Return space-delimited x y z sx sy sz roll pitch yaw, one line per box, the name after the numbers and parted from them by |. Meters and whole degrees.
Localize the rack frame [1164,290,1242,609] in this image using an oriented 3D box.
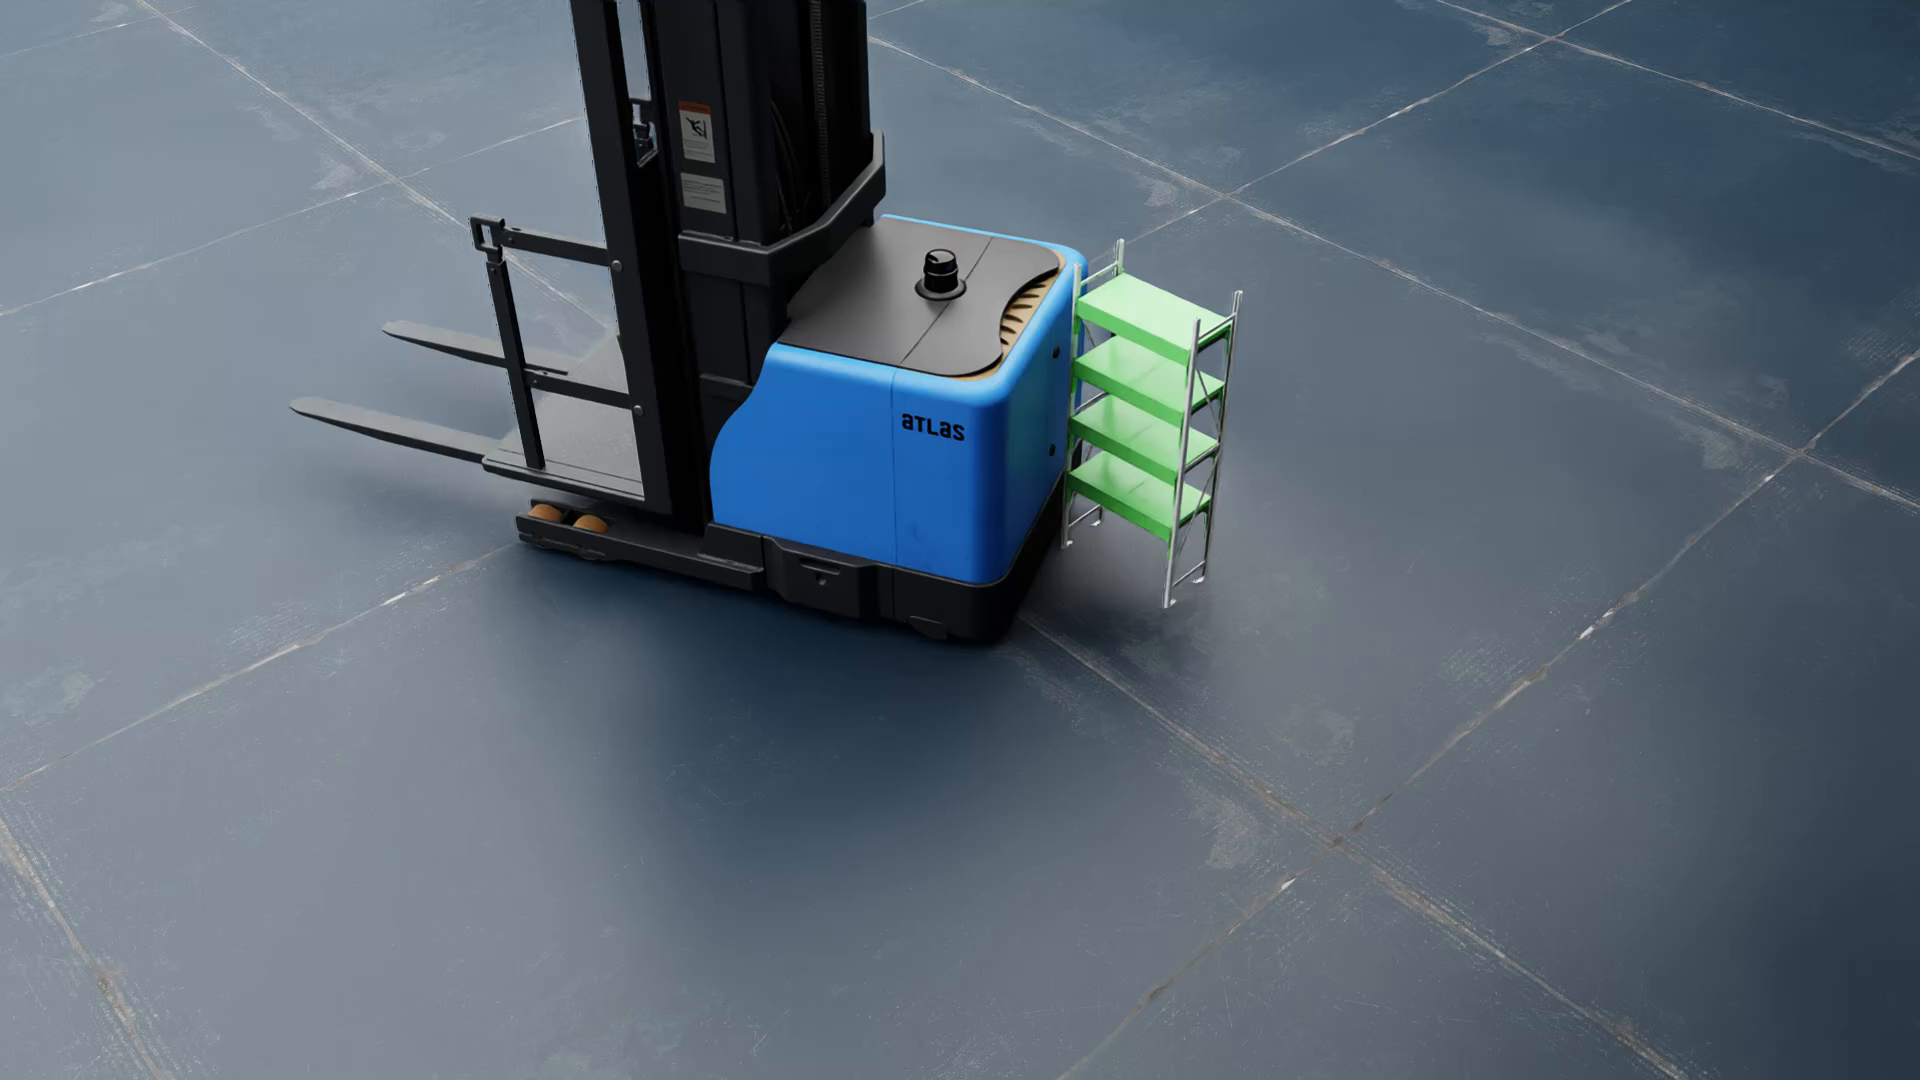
0.817 -0.276 5.637 0.015 1.200 0.240 31 48 32 | rack frame

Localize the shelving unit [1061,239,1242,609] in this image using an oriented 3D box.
0.640 -0.382 5.768 0.503 1.200 0.258 31 48 32 | shelving unit

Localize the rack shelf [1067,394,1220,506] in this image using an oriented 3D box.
0.640 -0.332 5.808 0.480 0.148 0.258 31 48 32 | rack shelf

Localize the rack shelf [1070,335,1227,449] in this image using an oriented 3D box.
0.640 -0.519 5.658 0.480 0.148 0.258 31 48 32 | rack shelf

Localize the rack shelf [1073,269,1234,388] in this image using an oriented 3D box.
0.640 -0.706 5.507 0.480 0.148 0.258 31 48 32 | rack shelf

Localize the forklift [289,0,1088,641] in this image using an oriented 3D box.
-1.110 -1.361 5.602 3.031 2.935 1.130 13 41 16 | forklift

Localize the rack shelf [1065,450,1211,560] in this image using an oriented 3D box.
0.640 -0.146 5.959 0.480 0.148 0.258 31 48 32 | rack shelf

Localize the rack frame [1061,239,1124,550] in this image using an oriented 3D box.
0.464 -0.488 5.899 0.015 1.200 0.240 31 48 32 | rack frame
